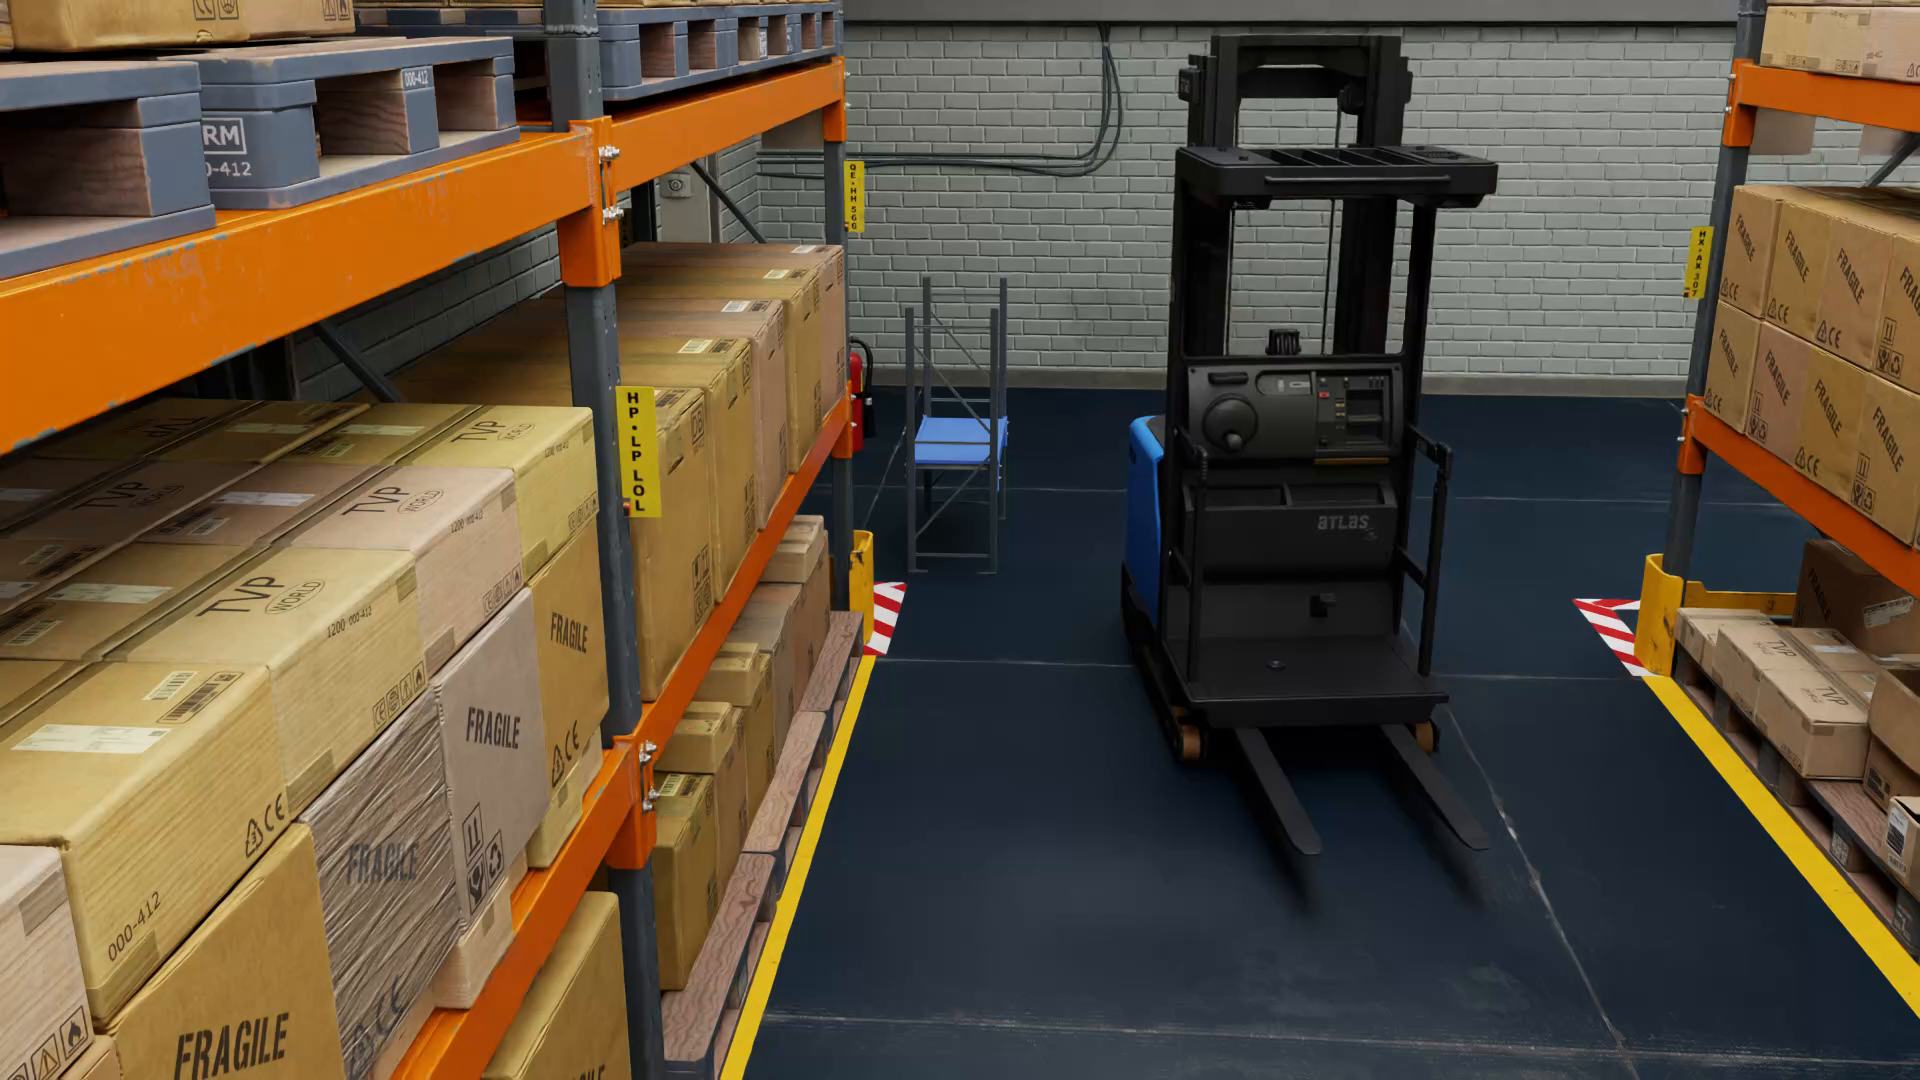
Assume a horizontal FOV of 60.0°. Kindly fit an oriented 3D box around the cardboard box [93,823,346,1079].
[{"bbox_3d":[-1.205,0.713,2.260,0.500,0.500,0.500,2,18,5],"label":"cardboard box"}]

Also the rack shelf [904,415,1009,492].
[{"bbox_3d":[-0.006,-0.515,9.665,0.538,0.185,1.000,1,18,4],"label":"rack shelf"}]

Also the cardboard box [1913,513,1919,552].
[{"bbox_3d":[3.470,-0.126,5.331,0.500,0.500,0.500,2,18,5],"label":"cardboard box"}]

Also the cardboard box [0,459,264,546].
[{"bbox_3d":[-1.645,0.037,3.117,0.500,0.250,0.500,1,18,5],"label":"cardboard box"}]

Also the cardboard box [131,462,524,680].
[{"bbox_3d":[-1.146,0.047,3.087,0.500,0.250,0.500,2,18,5],"label":"cardboard box"}]

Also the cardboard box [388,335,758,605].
[{"bbox_3d":[-1.208,-0.245,5.371,0.980,0.700,0.700,1,18,3],"label":"cardboard box"}]

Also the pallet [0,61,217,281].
[{"bbox_3d":[-1.538,-0.349,1.658,1.003,0.211,1.213,2,18,6],"label":"pallet"}]

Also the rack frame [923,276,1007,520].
[{"bbox_3d":[0.030,-0.844,10.090,0.500,1.500,0.032,1,18,4],"label":"rack frame"}]

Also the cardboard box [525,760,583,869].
[{"bbox_3d":[-1.058,0.593,3.668,0.380,0.149,0.250,2,18,5],"label":"cardboard box"}]

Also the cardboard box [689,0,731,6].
[{"bbox_3d":[-0.958,-1.675,4.807,0.500,0.250,0.500,1,18,3],"label":"cardboard box"}]

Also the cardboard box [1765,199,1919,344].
[{"bbox_3d":[3.582,-1.069,6.600,0.500,0.500,0.500,1,18,4],"label":"cardboard box"}]

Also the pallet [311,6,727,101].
[{"bbox_3d":[-1.252,-1.345,4.534,1.003,0.211,1.213,1,18,4],"label":"pallet"}]

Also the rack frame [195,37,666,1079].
[{"bbox_3d":[-1.321,0.293,4.213,1.000,3.000,0.127,1,18,4],"label":"rack frame"}]

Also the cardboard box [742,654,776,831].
[{"bbox_3d":[-1.087,0.736,6.201,0.700,0.500,0.500,2,18,5],"label":"cardboard box"}]

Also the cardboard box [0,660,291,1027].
[{"bbox_3d":[-1.218,0.364,2.121,0.500,0.250,0.500,1,18,3],"label":"cardboard box"}]

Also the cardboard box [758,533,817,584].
[{"bbox_3d":[-0.830,0.073,7.180,0.380,0.149,0.250,2,18,5],"label":"cardboard box"}]

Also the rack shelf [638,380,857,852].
[{"bbox_3d":[-1.178,0.013,6.221,1.077,0.370,4.000,1,18,4],"label":"rack shelf"}]

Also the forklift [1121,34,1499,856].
[{"bbox_3d":[1.448,-0.554,6.907,1.130,2.935,3.031,-1,18,-3],"label":"forklift"}]

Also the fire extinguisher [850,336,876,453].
[{"bbox_3d":[-0.564,-0.772,8.186,0.296,0.674,0.183,1,18,4],"label":"fire extinguisher"}]

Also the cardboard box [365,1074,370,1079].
[{"bbox_3d":[-1.198,0.907,2.708,0.380,0.149,0.250,1,18,2],"label":"cardboard box"}]

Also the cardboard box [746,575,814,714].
[{"bbox_3d":[-1.021,0.414,7.184,0.700,0.500,0.500,1,18,4],"label":"cardboard box"}]

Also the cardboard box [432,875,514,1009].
[{"bbox_3d":[-1.082,0.755,3.172,0.380,0.149,0.250,1,18,4],"label":"cardboard box"}]

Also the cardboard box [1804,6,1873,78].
[{"bbox_3d":[3.567,-1.886,6.284,0.500,0.250,0.500,1,18,4],"label":"cardboard box"}]

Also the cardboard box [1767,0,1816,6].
[{"bbox_3d":[3.610,-2.278,6.680,0.500,0.250,0.500,1,18,4],"label":"cardboard box"}]

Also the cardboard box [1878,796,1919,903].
[{"bbox_3d":[3.431,1.054,5.499,0.500,0.311,0.500,1,18,4],"label":"cardboard box"}]

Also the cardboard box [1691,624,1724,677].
[{"bbox_3d":[3.516,0.497,7.433,0.380,0.166,0.250,1,18,4],"label":"cardboard box"}]

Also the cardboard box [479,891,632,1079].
[{"bbox_3d":[-1.238,1.319,3.857,0.750,0.750,0.750,1,18,5],"label":"cardboard box"}]

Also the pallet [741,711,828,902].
[{"bbox_3d":[-1.104,1.003,6.522,1.003,0.211,1.213,1,18,4],"label":"pallet"}]

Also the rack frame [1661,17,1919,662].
[{"bbox_3d":[3.906,-0.840,7.670,1.000,3.000,0.127,1,18,4],"label":"rack frame"}]

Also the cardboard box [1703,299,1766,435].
[{"bbox_3d":[3.612,-0.756,7.252,0.500,0.500,0.500,2,18,5],"label":"cardboard box"}]

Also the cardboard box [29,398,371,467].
[{"bbox_3d":[-1.614,-0.125,3.613,0.500,0.250,0.500,2,18,6],"label":"cardboard box"}]

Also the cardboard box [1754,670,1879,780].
[{"bbox_3d":[3.513,0.730,6.586,0.500,0.250,0.500,1,18,4],"label":"cardboard box"}]

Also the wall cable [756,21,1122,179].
[{"bbox_3d":[-0.273,-4.074,12.890,3.097,2.526,0.112,1,18,4],"label":"wall cable"}]

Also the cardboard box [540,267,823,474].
[{"bbox_3d":[-1.102,-0.707,6.783,0.980,0.700,0.700,1,18,3],"label":"cardboard box"}]

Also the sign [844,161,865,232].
[{"bbox_3d":[-0.494,-1.596,7.737,0.100,0.325,0.005,1,18,4],"label":"sign"}]

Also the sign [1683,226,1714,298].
[{"bbox_3d":[3.365,-1.264,7.572,0.100,0.325,0.005,1,18,4],"label":"sign"}]

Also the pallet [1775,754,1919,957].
[{"bbox_3d":[3.755,1.134,6.124,1.003,0.211,1.213,1,18,4],"label":"pallet"}]

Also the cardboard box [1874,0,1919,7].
[{"bbox_3d":[3.538,-1.968,5.732,0.500,0.250,0.500,1,18,4],"label":"cardboard box"}]

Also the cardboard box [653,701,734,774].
[{"bbox_3d":[-0.959,0.640,5.450,0.380,0.149,0.250,2,18,6],"label":"cardboard box"}]

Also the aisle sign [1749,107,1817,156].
[{"bbox_3d":[3.618,-2.103,7.350,0.394,0.787,0.004,1,18,4],"label":"aisle sign"}]

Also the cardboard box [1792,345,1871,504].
[{"bbox_3d":[3.541,-0.440,6.287,0.500,0.500,0.500,1,18,4],"label":"cardboard box"}]

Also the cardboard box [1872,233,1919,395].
[{"bbox_3d":[3.505,-0.755,5.645,0.500,0.500,0.500,1,18,3],"label":"cardboard box"}]

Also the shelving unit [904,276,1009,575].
[{"bbox_3d":[-0.006,-0.686,9.609,0.538,1.500,1.048,1,18,4],"label":"shelving unit"}]

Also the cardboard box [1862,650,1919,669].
[{"bbox_3d":[3.994,0.595,7.133,0.380,0.166,0.250,1,18,4],"label":"cardboard box"}]

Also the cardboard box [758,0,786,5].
[{"bbox_3d":[-0.891,-1.994,5.780,0.500,0.250,0.500,1,18,2],"label":"cardboard box"}]

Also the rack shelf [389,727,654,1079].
[{"bbox_3d":[-1.465,1.256,2.429,1.077,0.370,4.000,1,18,4],"label":"rack shelf"}]

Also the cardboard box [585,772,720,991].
[{"bbox_3d":[-1.166,1.051,5.239,0.700,0.500,0.500,2,18,5],"label":"cardboard box"}]

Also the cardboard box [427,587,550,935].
[{"bbox_3d":[-1.130,0.402,3.209,0.500,0.500,0.500,1,18,4],"label":"cardboard box"}]

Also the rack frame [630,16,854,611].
[{"bbox_3d":[-1.035,-0.950,8.004,1.000,3.000,0.127,1,18,4],"label":"rack frame"}]

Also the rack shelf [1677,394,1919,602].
[{"bbox_3d":[3.763,0.123,5.887,1.077,0.370,4.000,1,18,4],"label":"rack shelf"}]

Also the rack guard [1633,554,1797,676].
[{"bbox_3d":[3.901,0.371,7.988,1.175,0.500,0.348,1,18,4],"label":"rack guard"}]

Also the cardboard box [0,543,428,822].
[{"bbox_3d":[-1.183,0.206,2.604,0.500,0.250,0.500,2,18,5],"label":"cardboard box"}]

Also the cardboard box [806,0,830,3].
[{"bbox_3d":[-0.822,-2.318,6.767,0.500,0.250,0.500,2,18,6],"label":"cardboard box"}]

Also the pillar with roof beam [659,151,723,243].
[{"bbox_3d":[2.590,-4.562,9.395,9.100,9.000,0.400,1,18,4],"label":"pillar with roof beam"}]

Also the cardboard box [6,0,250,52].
[{"bbox_3d":[-1.469,-0.944,2.303,0.700,0.500,0.500,1,18,3],"label":"cardboard box"}]

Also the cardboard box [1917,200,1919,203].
[{"bbox_3d":[4.113,-1.062,6.580,0.500,0.500,0.500,2,18,5],"label":"cardboard box"}]

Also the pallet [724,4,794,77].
[{"bbox_3d":[-1.162,-1.722,5.688,1.003,0.211,1.213,1,18,4],"label":"pallet"}]
